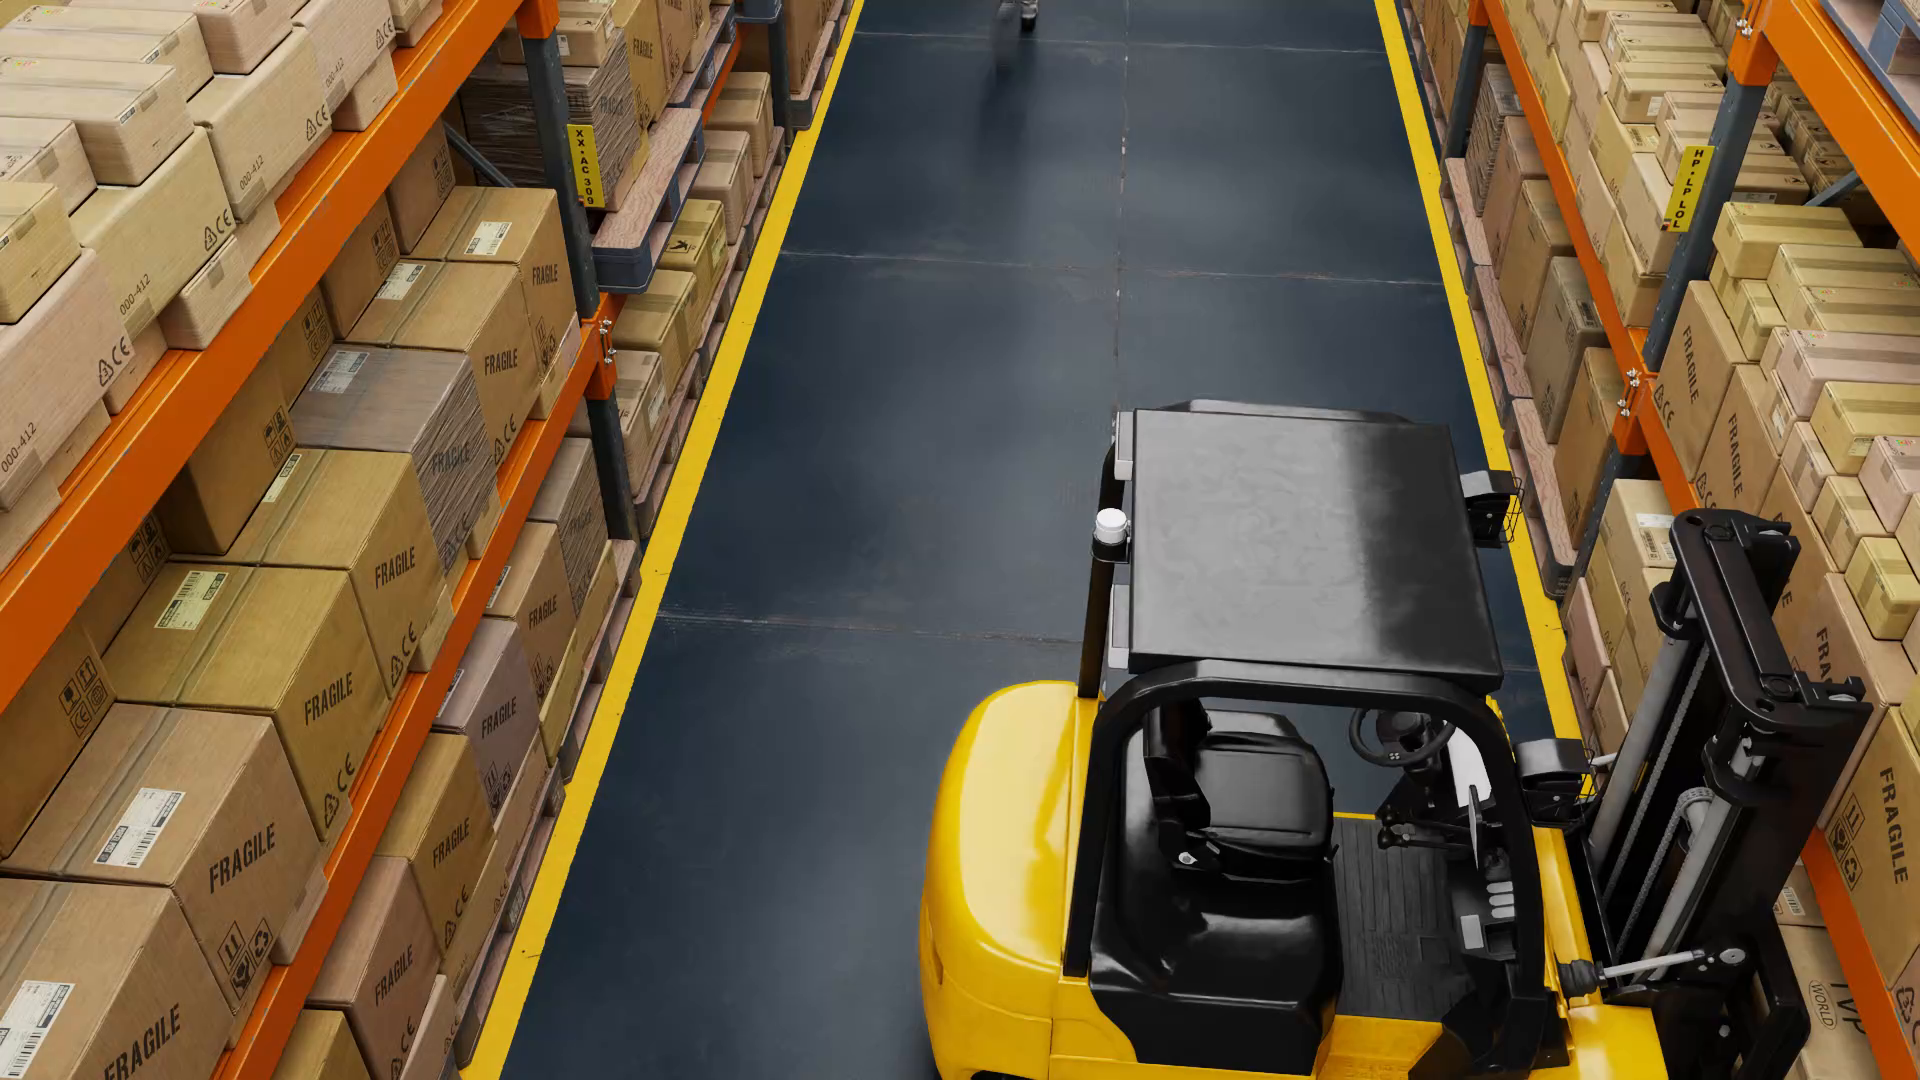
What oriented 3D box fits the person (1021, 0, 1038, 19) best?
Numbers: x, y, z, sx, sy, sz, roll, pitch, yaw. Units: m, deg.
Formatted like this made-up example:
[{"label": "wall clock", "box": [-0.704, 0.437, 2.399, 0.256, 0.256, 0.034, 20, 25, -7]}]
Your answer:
[{"label": "person", "box": [0.459, -4.533, 11.459, 0.475, 1.628, 0.998, 4, 40, 4]}]
